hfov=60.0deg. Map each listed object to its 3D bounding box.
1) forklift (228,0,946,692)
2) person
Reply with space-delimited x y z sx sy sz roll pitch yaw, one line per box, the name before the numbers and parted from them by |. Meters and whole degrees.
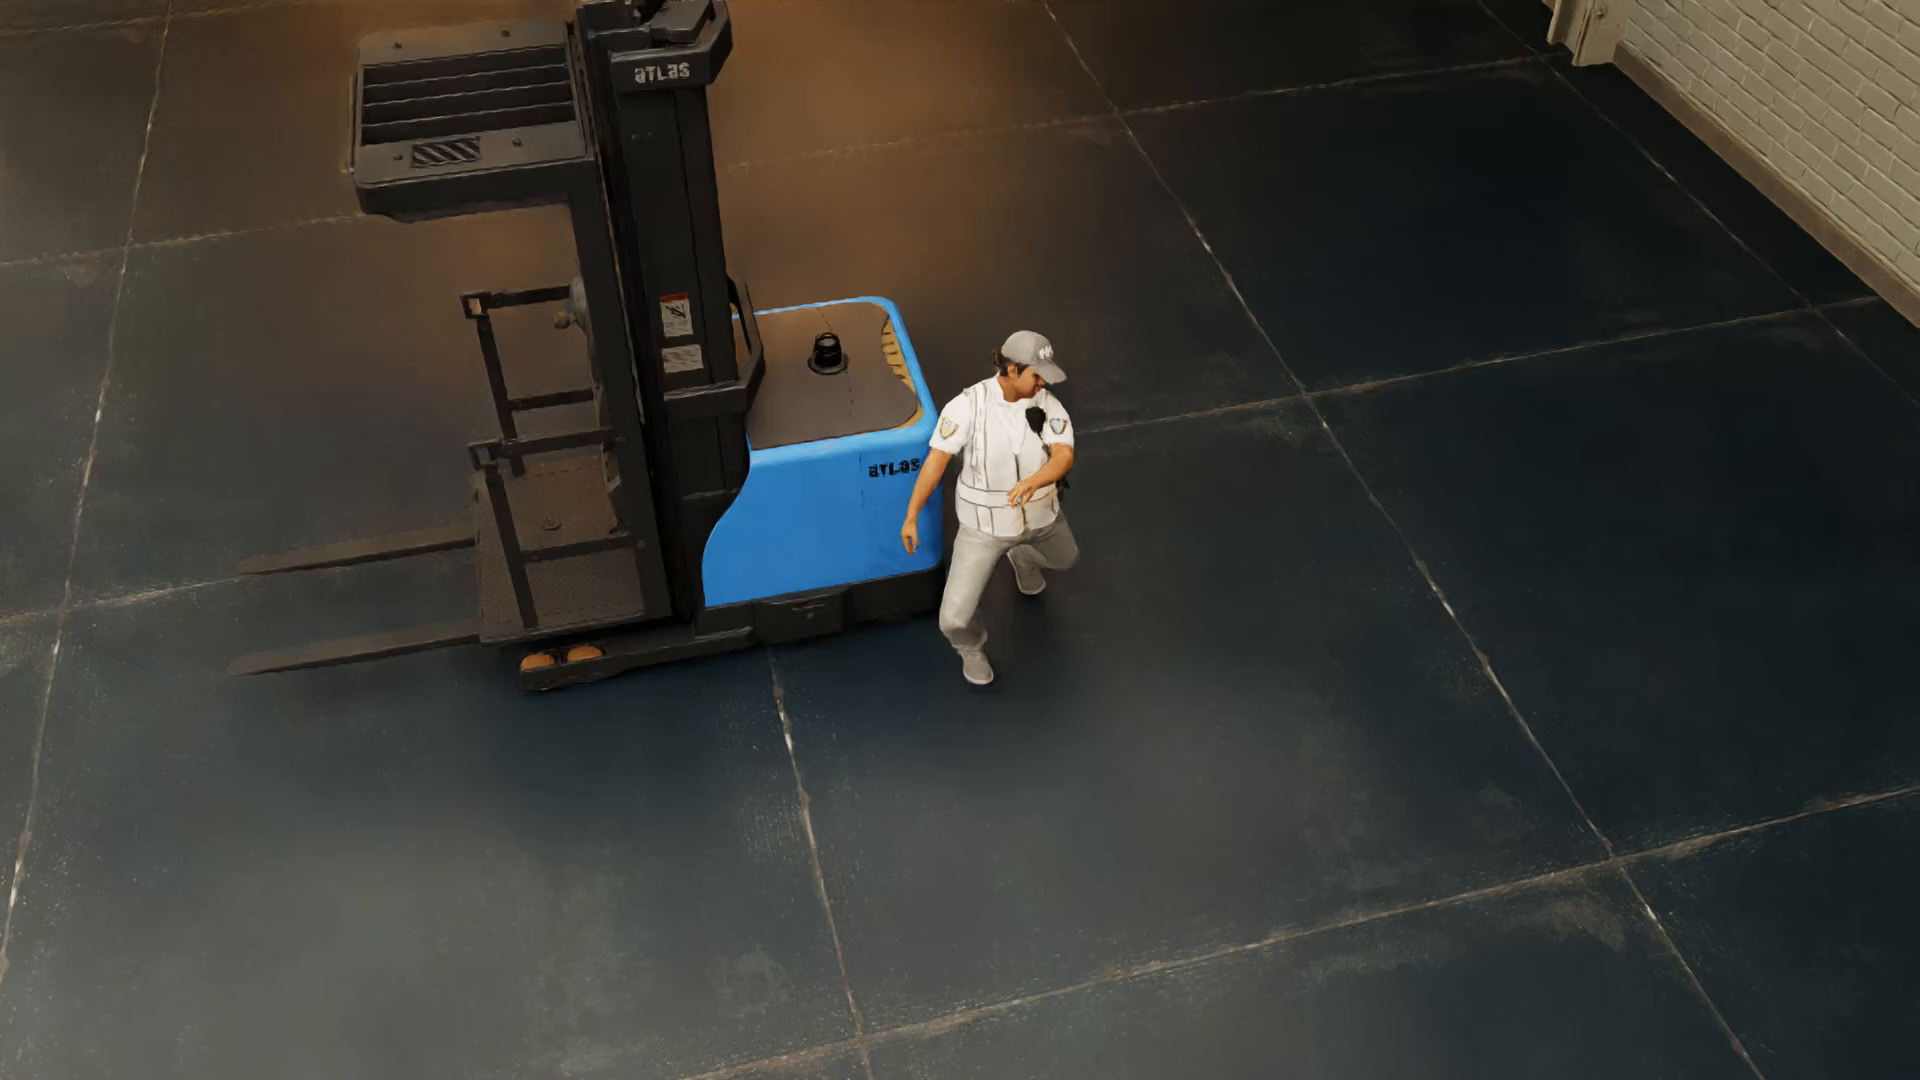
forklift | -1.634 -0.823 6.516 3.031 2.935 1.130 -10 44 -10
person | 0.131 -0.109 6.785 0.819 1.475 0.805 -18 46 -18
